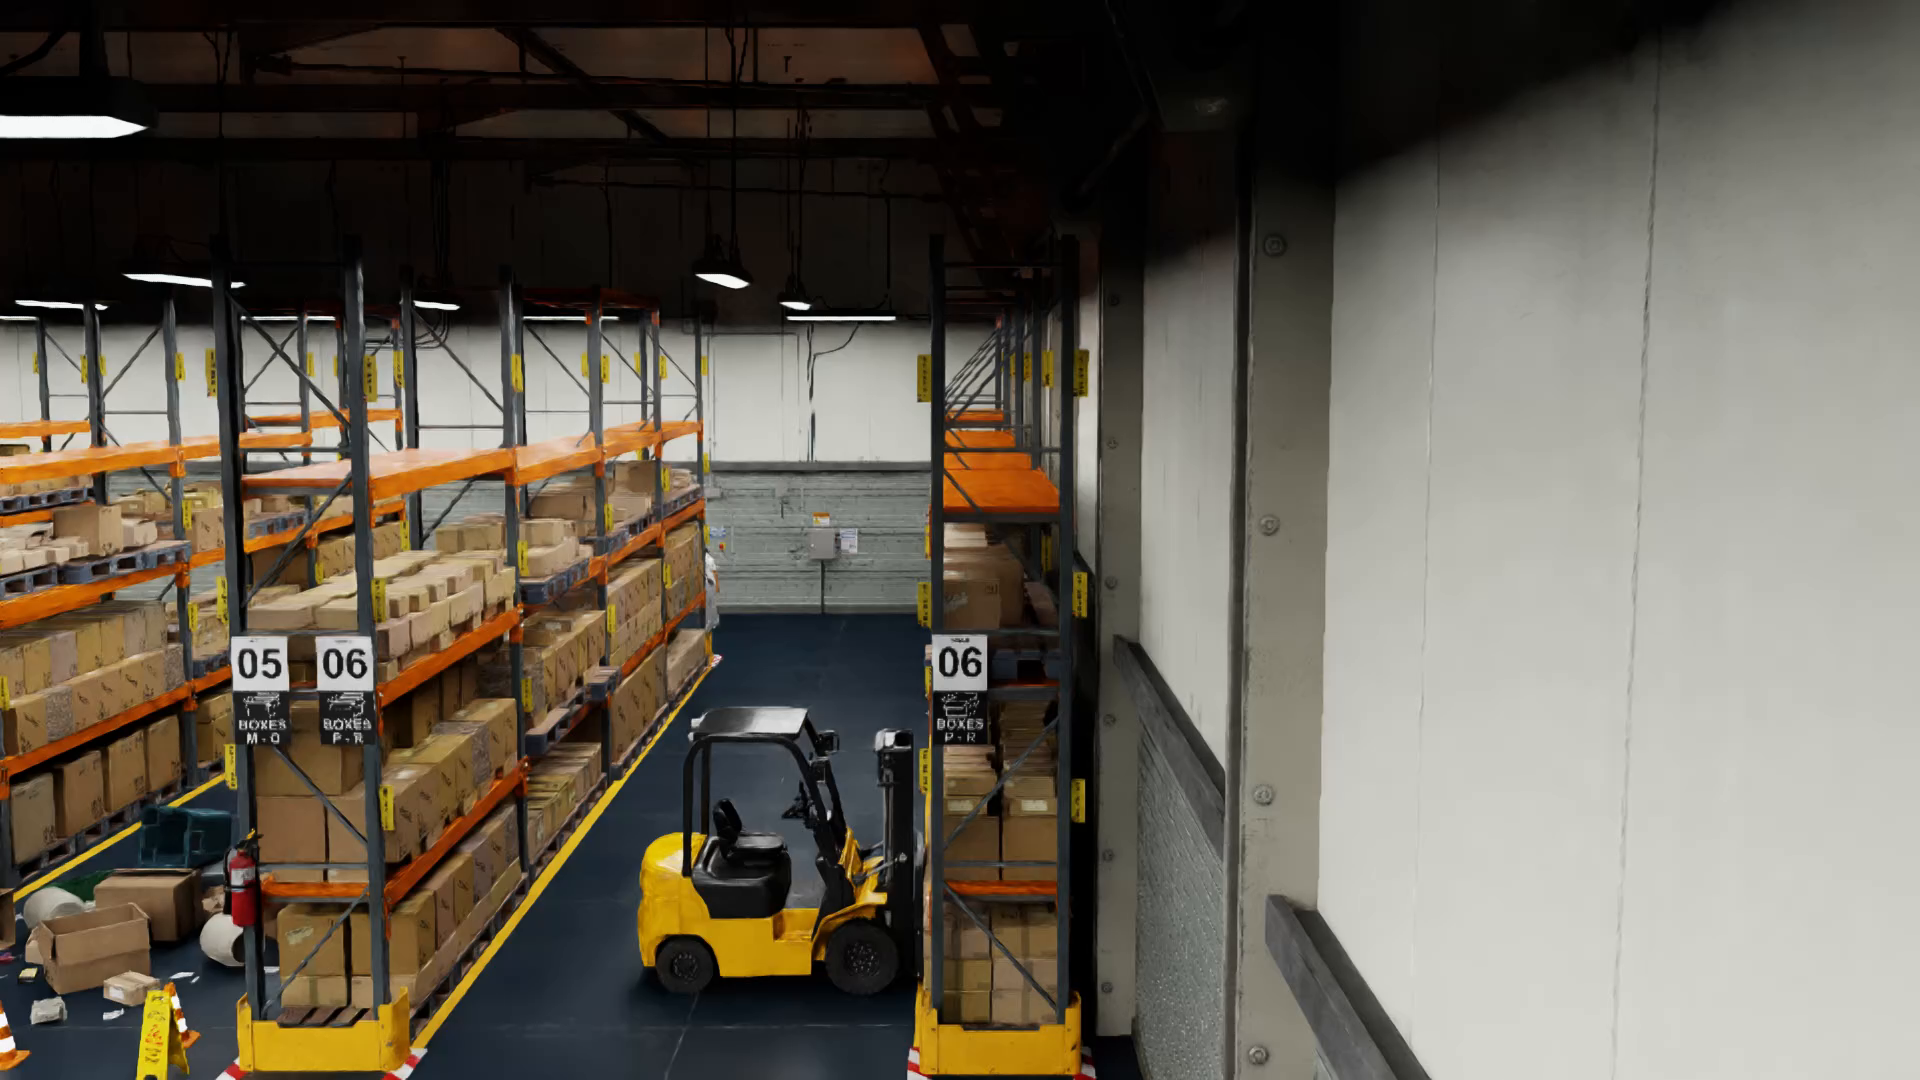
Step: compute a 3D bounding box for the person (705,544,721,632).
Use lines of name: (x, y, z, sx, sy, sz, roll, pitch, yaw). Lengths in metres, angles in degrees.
person: (-4.769, 0.888, 31.435, 0.531, 1.689, 0.588, -5, 8, -37)
